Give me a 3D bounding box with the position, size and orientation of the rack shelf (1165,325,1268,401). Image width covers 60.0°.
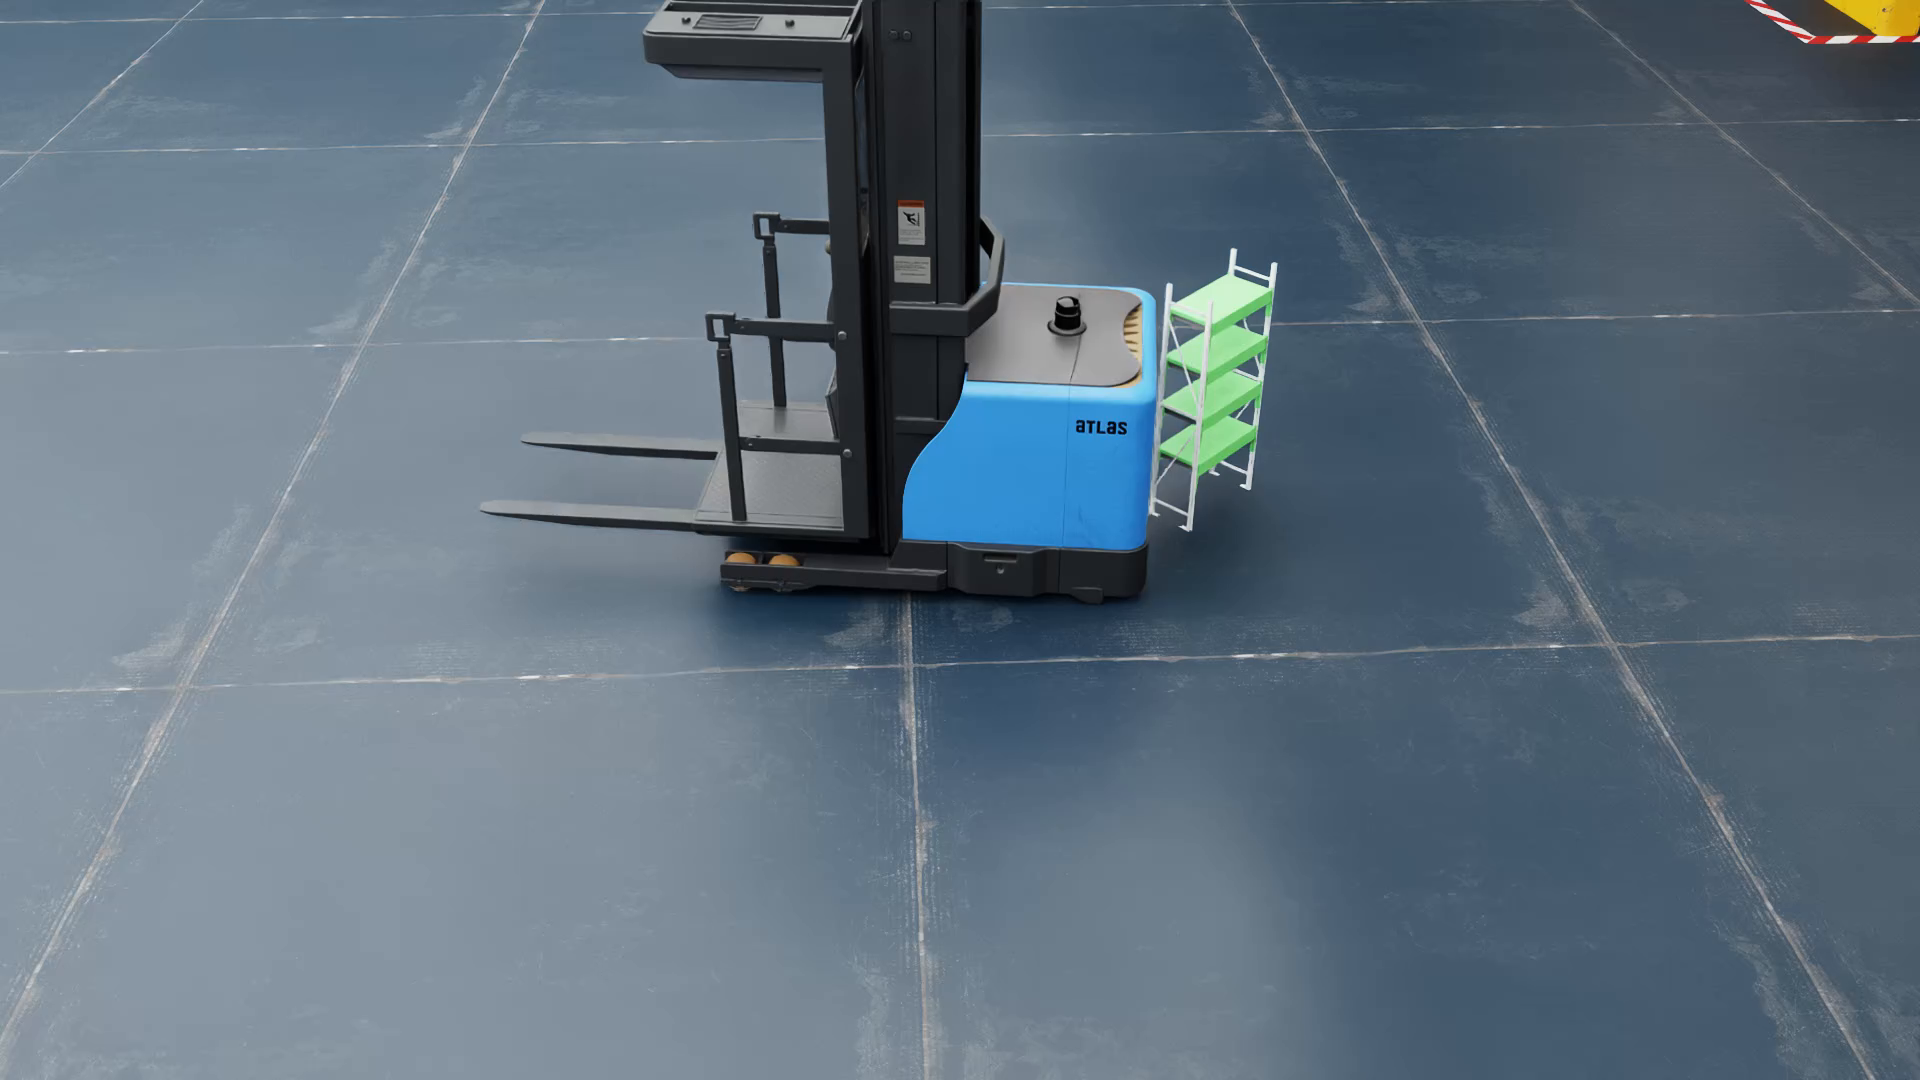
[{"bbox_3d":[1.159,-0.826,7.580,0.258,0.148,0.480,27,43,34],"label":"rack shelf"}]

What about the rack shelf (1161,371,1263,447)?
[{"bbox_3d":[1.159,-0.629,7.716,0.258,0.148,0.480,27,43,34],"label":"rack shelf"}]

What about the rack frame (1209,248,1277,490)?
[{"bbox_3d":[1.324,-0.784,7.828,0.240,1.200,0.015,27,43,34],"label":"rack frame"}]

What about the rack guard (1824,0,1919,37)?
[{"bbox_3d":[7.762,-4.713,14.120,0.348,0.500,1.175,-2,35,-2],"label":"rack guard"}]

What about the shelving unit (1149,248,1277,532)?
[{"bbox_3d":[1.159,-0.681,7.680,0.258,1.200,0.503,27,43,34],"label":"shelving unit"}]

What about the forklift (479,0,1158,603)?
[{"bbox_3d":[-0.652,-1.268,7.007,3.031,2.935,1.130,3,35,4],"label":"forklift"}]

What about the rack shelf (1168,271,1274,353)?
[{"bbox_3d":[1.159,-1.023,7.443,0.258,0.148,0.480,27,43,34],"label":"rack shelf"}]

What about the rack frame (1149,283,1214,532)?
[{"bbox_3d":[0.995,-0.579,7.532,0.240,1.200,0.015,27,43,34],"label":"rack frame"}]

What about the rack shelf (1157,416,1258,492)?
[{"bbox_3d":[1.159,-0.431,7.853,0.258,0.148,0.480,27,43,34],"label":"rack shelf"}]

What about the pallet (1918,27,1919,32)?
[{"bbox_3d":[8.573,-4.613,14.230,1.213,0.211,1.003,-2,35,-2],"label":"pallet"}]
